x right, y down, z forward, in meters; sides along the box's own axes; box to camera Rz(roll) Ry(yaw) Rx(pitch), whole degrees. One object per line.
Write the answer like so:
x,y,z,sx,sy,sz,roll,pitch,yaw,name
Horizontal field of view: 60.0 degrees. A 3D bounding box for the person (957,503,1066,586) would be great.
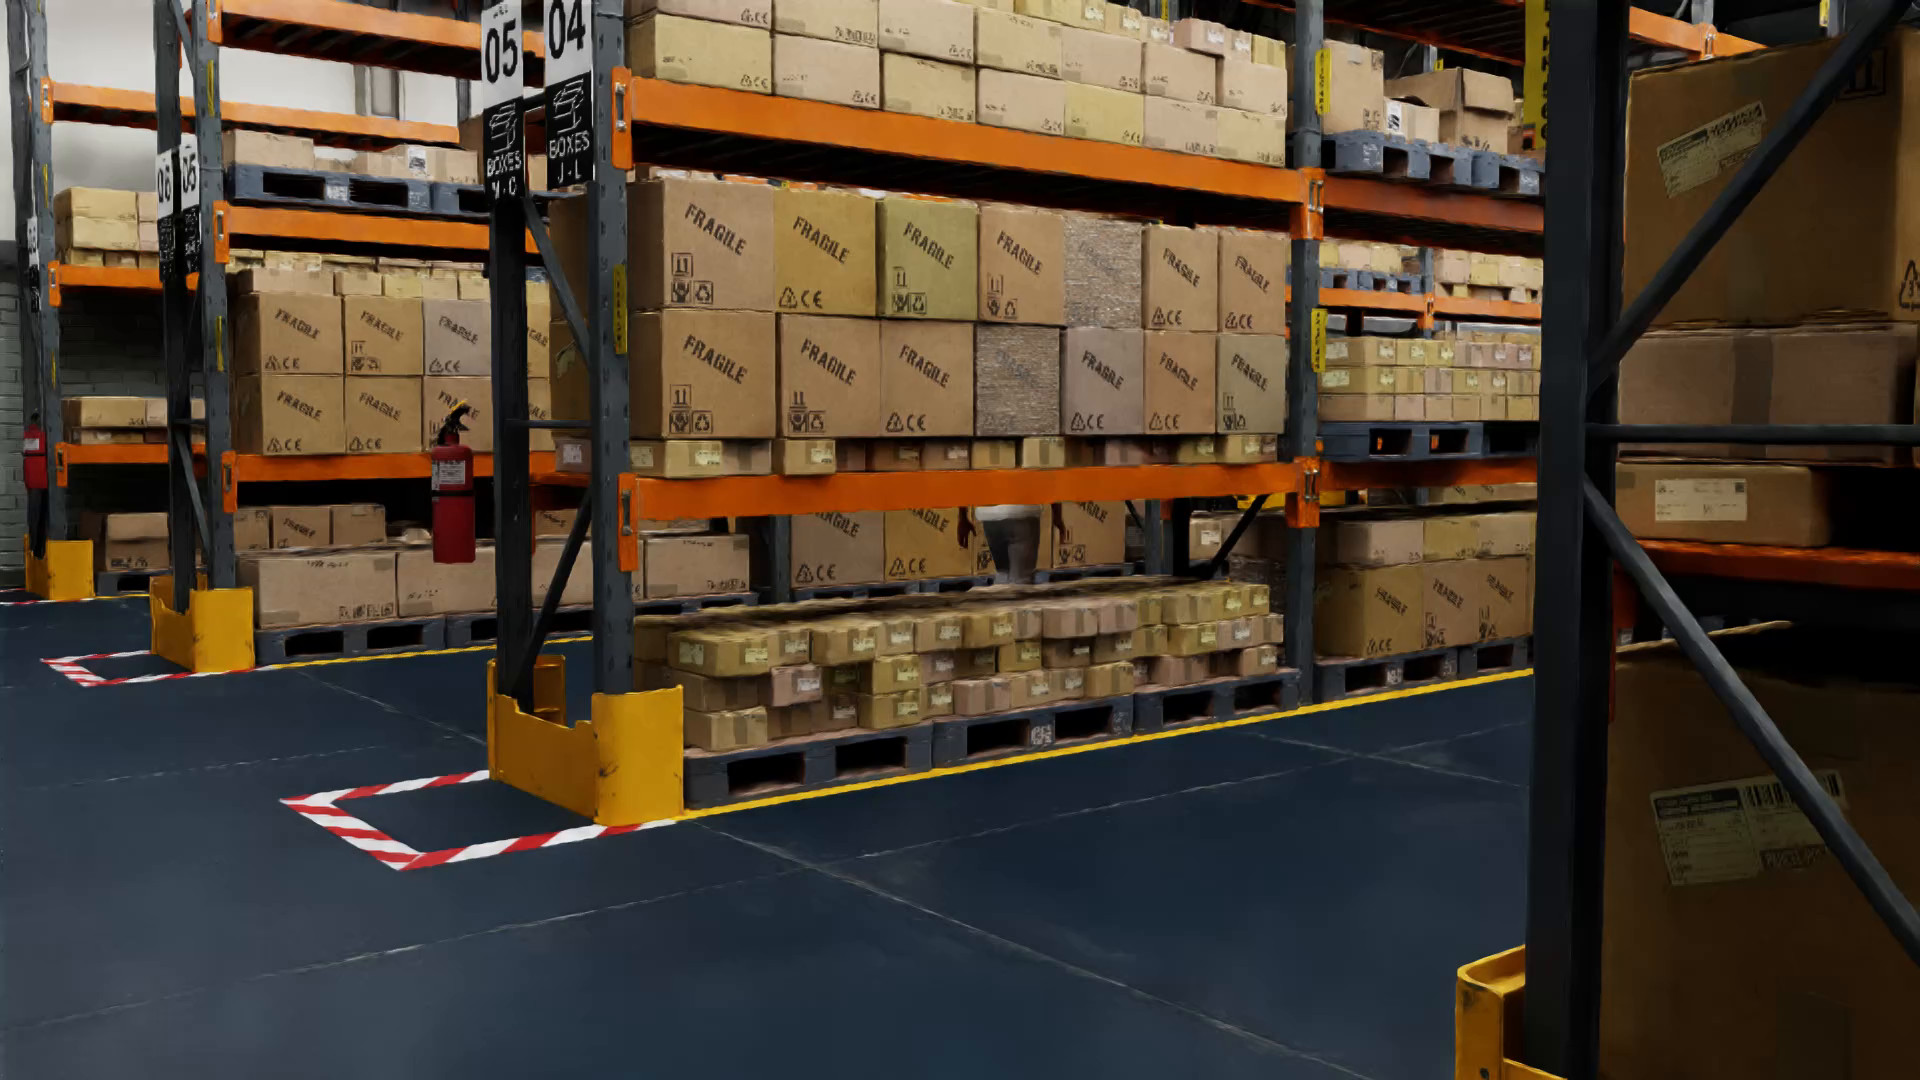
0.327,-0.133,10.264,0.633,1.748,0.514,2,5,26,person
